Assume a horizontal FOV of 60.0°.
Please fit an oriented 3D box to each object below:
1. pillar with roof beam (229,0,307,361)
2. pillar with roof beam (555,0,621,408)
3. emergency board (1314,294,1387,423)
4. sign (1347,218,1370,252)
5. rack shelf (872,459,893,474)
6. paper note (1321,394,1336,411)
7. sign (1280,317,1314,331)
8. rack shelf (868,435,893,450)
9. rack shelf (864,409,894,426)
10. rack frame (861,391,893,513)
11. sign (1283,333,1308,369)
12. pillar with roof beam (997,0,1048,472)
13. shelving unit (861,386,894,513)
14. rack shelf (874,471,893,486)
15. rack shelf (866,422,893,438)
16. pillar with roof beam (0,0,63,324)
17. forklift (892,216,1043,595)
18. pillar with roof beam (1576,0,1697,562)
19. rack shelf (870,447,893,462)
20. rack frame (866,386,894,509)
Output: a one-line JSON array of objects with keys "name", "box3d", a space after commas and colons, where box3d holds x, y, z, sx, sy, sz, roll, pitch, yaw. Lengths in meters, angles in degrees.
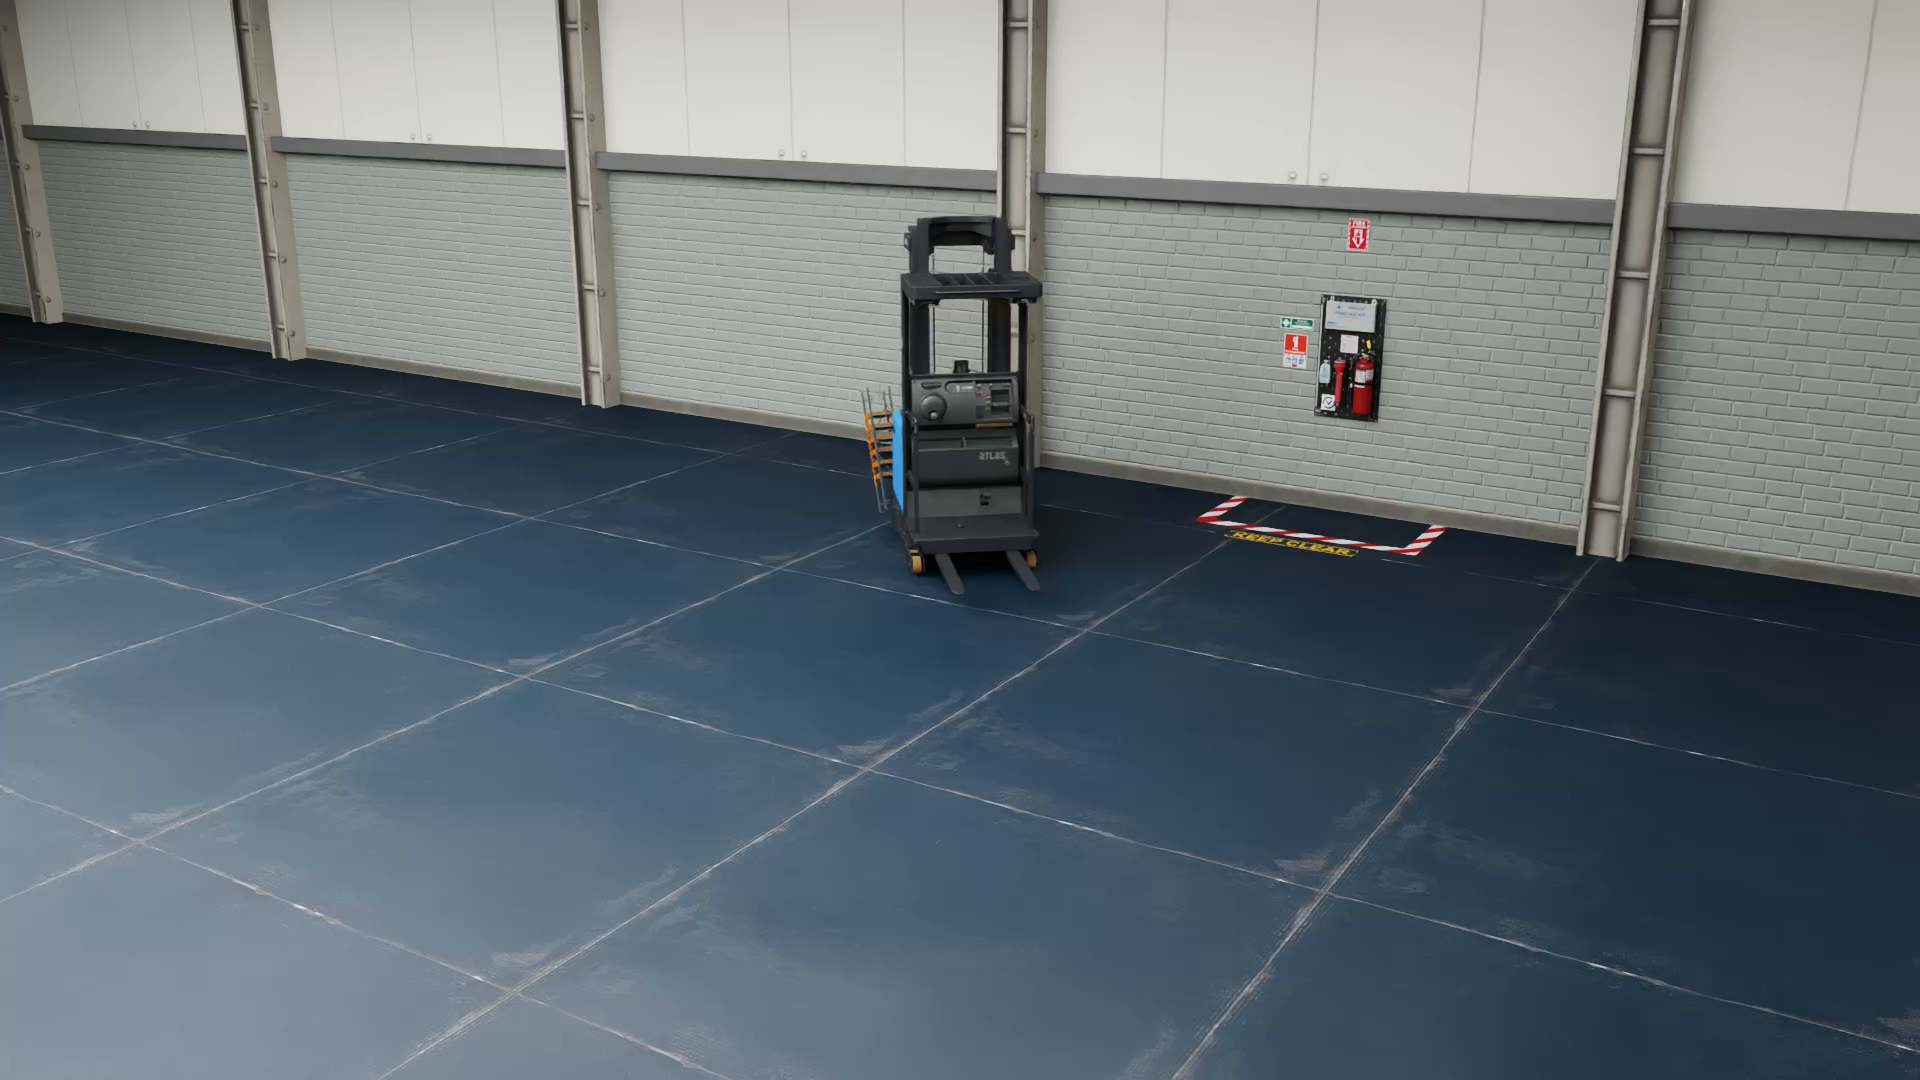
[{"name": "pillar with roof beam", "box3d": [-11.856, -5.853, 19.037, 0.400, 9.000, 9.100, 10, 20, 30]}, {"name": "pillar with roof beam", "box3d": [-6.743, -4.941, 16.032, 0.400, 9.000, 9.100, 10, 20, 30]}, {"name": "emergency board", "box3d": [3.650, -1.696, 15.674, 0.643, 1.169, 0.194, 10, 20, 30]}, {"name": "sign", "box3d": [3.695, -2.832, 15.422, 0.199, 0.298, 0.001, 10, 20, 30]}, {"name": "rack shelf", "box3d": [-0.706, -0.719, 16.120, 0.258, 0.103, 0.180, -6, -7, -20]}, {"name": "paper note", "box3d": [3.535, -1.319, 15.947, 0.142, 0.148, 0.016, 10, 20, 30]}, {"name": "sign", "box3d": [3.232, -2.074, 15.943, 0.331, 0.109, 0.001, 10, 20, 30]}, {"name": "rack shelf", "box3d": [-0.744, -0.954, 16.149, 0.258, 0.103, 0.180, -6, -7, -20]}, {"name": "rack shelf", "box3d": [-0.781, -1.189, 16.179, 0.258, 0.103, 0.180, -6, -7, -20]}, {"name": "rack frame", "box3d": [-0.762, -0.864, 16.225, 0.240, 1.200, 0.006, -6, -7, -20]}, {"name": "sign", "box3d": [3.233, -1.823, 16.030, 0.234, 0.329, 0.001, 10, 20, 30]}, {"name": "pillar with roof beam", "box3d": [-1.630, -4.028, 13.028, 0.400, 9.000, 9.100, 10, 20, 30]}, {"name": "shelving unit", "box3d": [-0.732, -0.880, 16.140, 0.258, 1.200, 0.189, -6, -7, -20]}, {"name": "rack shelf", "box3d": [-0.688, -0.601, 16.105, 0.258, 0.103, 0.180, -6, -7, -20]}, {"name": "rack shelf", "box3d": [-0.762, -1.072, 16.164, 0.258, 0.103, 0.180, -6, -7, -20]}, {"name": "pillar with roof beam", "box3d": [-16.968, -6.766, 22.041, 0.400, 9.000, 9.100, 10, 20, 30]}, {"name": "forklift", "box3d": [0.078, -1.214, 14.205, 1.130, 2.935, 3.031, -2, 17, -8]}, {"name": "pillar with roof beam", "box3d": [3.483, -3.115, 10.023, 0.400, 9.000, 9.100, 10, 20, 30]}, {"name": "rack shelf", "box3d": [-0.725, -0.836, 16.135, 0.258, 0.103, 0.180, -6, -7, -20]}, {"name": "rack frame", "box3d": [-0.702, -0.895, 16.055, 0.240, 1.200, 0.006, -6, -7, -20]}]
